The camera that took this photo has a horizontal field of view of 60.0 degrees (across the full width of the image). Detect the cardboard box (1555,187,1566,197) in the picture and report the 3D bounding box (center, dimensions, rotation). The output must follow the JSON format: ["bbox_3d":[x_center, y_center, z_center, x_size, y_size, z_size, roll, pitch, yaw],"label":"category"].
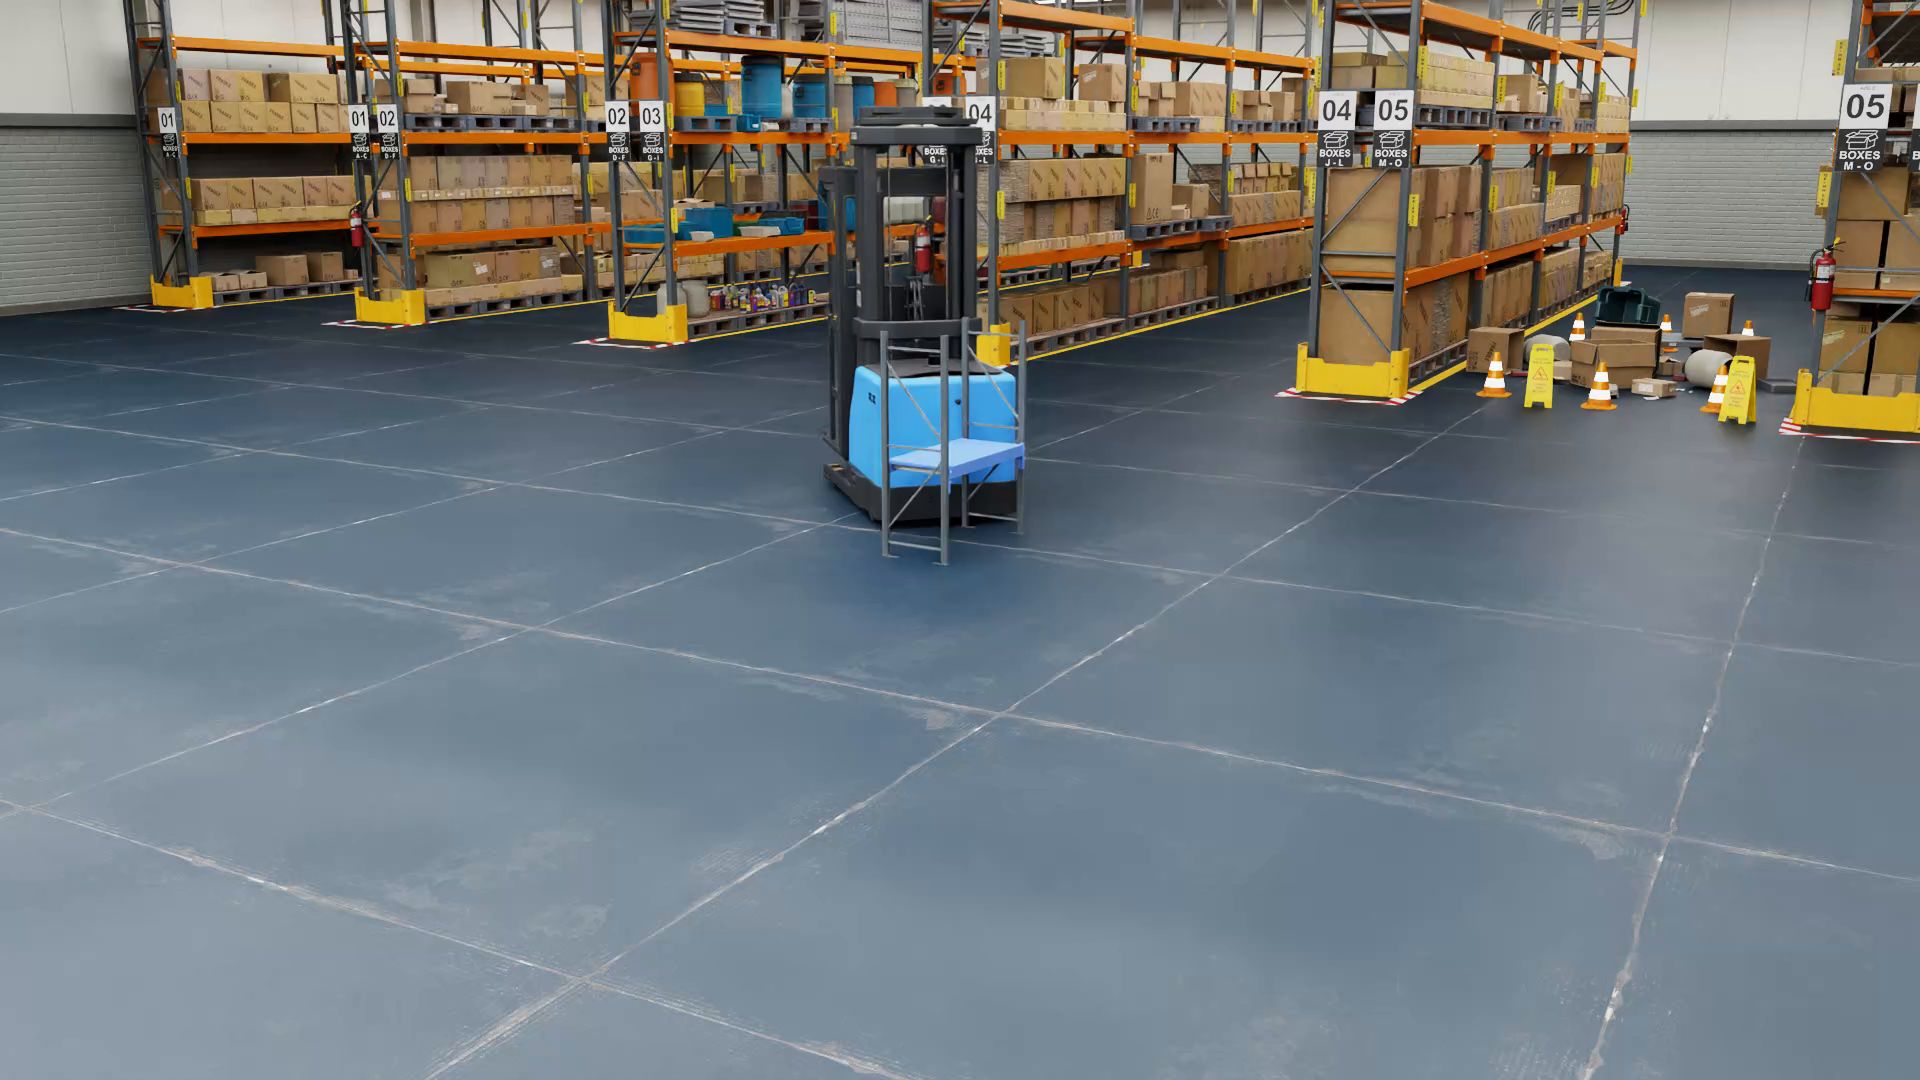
[{"bbox_3d":[9.451,-5.547,26.514,0.380,0.149,0.250,7,15,26],"label":"cardboard box"}]

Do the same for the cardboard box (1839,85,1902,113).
[{"bbox_3d":[8.697,-4.211,15.887,0.500,0.250,0.500,7,15,27],"label":"cardboard box"}]

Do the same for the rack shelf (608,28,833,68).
[{"bbox_3d":[-3.358,-7.012,23.808,1.077,0.370,4.000,7,15,28],"label":"rack shelf"}]

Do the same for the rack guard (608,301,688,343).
[{"bbox_3d":[-4.329,-3.036,23.058,1.175,0.500,0.348,7,15,28],"label":"rack guard"}]

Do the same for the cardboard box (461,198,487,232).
[{"bbox_3d":[-7.928,-5.144,26.258,0.700,0.500,0.500,7,15,28],"label":"cardboard box"}]

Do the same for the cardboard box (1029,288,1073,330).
[{"bbox_3d":[1.215,-3.146,22.621,0.500,0.500,0.500,6,15,23],"label":"cardboard box"}]

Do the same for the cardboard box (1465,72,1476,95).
[{"bbox_3d":[5.736,-5.353,19.514,0.500,0.250,0.500,7,15,28],"label":"cardboard box"}]

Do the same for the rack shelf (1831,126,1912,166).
[{"bbox_3d":[9.653,-4.065,17.128,1.077,0.370,4.000,7,15,28],"label":"rack shelf"}]

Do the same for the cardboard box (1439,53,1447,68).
[{"bbox_3d":[5.112,-5.250,18.237,0.380,0.149,0.250,8,15,29],"label":"cardboard box"}]

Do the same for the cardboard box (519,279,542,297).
[{"bbox_3d":[-7.238,-4.154,27.336,0.500,0.250,0.500,7,15,28],"label":"cardboard box"}]

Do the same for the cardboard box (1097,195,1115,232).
[{"bbox_3d":[1.673,-4.597,23.354,0.875,0.500,0.500,7,15,28],"label":"cardboard box"}]

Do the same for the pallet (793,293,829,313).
[{"bbox_3d":[-2.046,-3.860,27.096,1.003,0.211,1.213,7,15,28],"label":"pallet"}]

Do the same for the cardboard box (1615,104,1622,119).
[{"bbox_3d":[11.543,-7.664,29.775,0.500,0.250,0.500,8,16,29],"label":"cardboard box"}]

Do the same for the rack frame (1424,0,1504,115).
[{"bbox_3d":[6.238,-6.823,20.635,1.000,3.000,0.127,7,15,28],"label":"rack frame"}]

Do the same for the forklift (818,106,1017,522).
[{"bbox_3d":[-0.473,-1.858,12.985,1.130,2.935,3.031,-4,14,-15],"label":"forklift"}]

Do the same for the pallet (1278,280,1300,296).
[{"bbox_3d":[5.505,-4.608,30.198,1.003,0.211,1.213,7,15,28],"label":"pallet"}]

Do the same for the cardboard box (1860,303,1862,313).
[{"bbox_3d":[9.088,-2.421,17.163,0.380,0.149,0.250,8,16,29],"label":"cardboard box"}]

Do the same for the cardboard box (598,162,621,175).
[{"bbox_3d":[-7.700,-8.048,36.027,0.500,0.250,0.500,8,16,29],"label":"cardboard box"}]

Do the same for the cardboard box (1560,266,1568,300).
[{"bbox_3d":[9.468,-4.147,26.770,0.500,0.500,0.500,7,15,27],"label":"cardboard box"}]

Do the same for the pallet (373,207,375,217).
[{"bbox_3d":[-10.567,-6.220,31.343,1.003,0.211,1.213,7,15,28],"label":"pallet"}]

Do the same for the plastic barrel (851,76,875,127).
[{"bbox_3d":[-1.703,-7.150,27.320,0.600,0.901,0.708,7,15,28],"label":"plastic barrel"}]

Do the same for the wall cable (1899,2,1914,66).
[{"bbox_3d":[18.924,-9.944,33.580,0.463,3.000,0.029,7,15,28],"label":"wall cable"}]

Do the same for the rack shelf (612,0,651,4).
[{"bbox_3d":[-8.163,-11.586,34.836,1.077,0.370,4.000,7,15,28],"label":"rack shelf"}]

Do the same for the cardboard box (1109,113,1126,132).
[{"bbox_3d":[1.953,-5.751,22.910,0.500,0.250,0.500,8,16,30],"label":"cardboard box"}]

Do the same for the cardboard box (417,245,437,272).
[{"bbox_3d":[-10.517,-5.436,32.077,0.700,0.500,0.500,7,15,27],"label":"cardboard box"}]

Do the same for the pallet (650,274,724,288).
[{"bbox_3d":[-5.224,-4.913,31.462,1.003,0.211,1.213,7,15,28],"label":"pallet"}]

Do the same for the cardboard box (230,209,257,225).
[{"bbox_3d":[-12.245,-5.461,28.064,0.500,0.250,0.500,7,15,26],"label":"cardboard box"}]

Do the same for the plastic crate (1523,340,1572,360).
[{"bbox_3d":[7.300,-2.383,20.897,0.662,0.188,0.450,-8,6,-30],"label":"plastic crate"}]

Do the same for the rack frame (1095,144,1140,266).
[{"bbox_3d":[3.410,-7.512,36.294,1.000,3.000,0.127,7,15,28],"label":"rack frame"}]

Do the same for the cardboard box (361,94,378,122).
[{"bbox_3d":[-10.729,-7.987,30.753,0.500,0.500,0.500,10,17,36],"label":"cardboard box"}]

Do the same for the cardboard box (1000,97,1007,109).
[{"bbox_3d":[0.346,-5.278,20.096,0.380,0.149,0.250,7,15,28],"label":"cardboard box"}]

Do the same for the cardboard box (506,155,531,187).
[{"bbox_3d":[-7.420,-5.993,27.013,0.700,0.500,0.500,7,15,28],"label":"cardboard box"}]

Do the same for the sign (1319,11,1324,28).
[{"bbox_3d":[7.263,-10.463,33.402,0.100,0.325,0.005,7,15,28],"label":"sign"}]

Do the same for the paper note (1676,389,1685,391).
[{"bbox_3d":[7.942,-1.674,18.435,0.142,0.019,0.148,-12,18,-40],"label":"paper note"}]

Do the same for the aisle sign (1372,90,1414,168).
[{"bbox_3d":[4.532,-4.301,17.428,0.394,0.787,0.004,7,15,28],"label":"aisle sign"}]

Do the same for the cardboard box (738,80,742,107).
[{"bbox_3d":[-4.329,-8.619,32.139,0.500,0.500,0.500,7,15,28],"label":"cardboard box"}]

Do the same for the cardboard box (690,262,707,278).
[{"bbox_3d":[-5.079,-5.059,31.088,0.500,0.250,0.500,7,15,27],"label":"cardboard box"}]

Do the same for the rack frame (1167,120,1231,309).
[{"bbox_3d":[3.878,-5.310,27.159,1.000,3.000,0.127,7,15,28],"label":"rack frame"}]

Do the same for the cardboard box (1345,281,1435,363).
[{"bbox_3d":[4.997,-2.585,19.491,0.875,0.875,0.875,7,15,27],"label":"cardboard box"}]

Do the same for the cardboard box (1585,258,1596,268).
[{"bbox_3d":[11.018,-4.909,29.413,0.380,0.149,0.250,8,16,29],"label":"cardboard box"}]

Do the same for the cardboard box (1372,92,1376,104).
[{"bbox_3d":[4.414,-4.886,18.426,0.380,0.149,0.250,8,16,29],"label":"cardboard box"}]

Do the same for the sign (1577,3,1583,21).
[{"bbox_3d":[11.564,-9.839,30.983,0.100,0.325,0.005,7,15,28],"label":"sign"}]

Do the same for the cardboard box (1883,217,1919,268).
[{"bbox_3d":[9.405,-2.911,16.362,0.500,0.500,0.500,8,16,30],"label":"cardboard box"}]

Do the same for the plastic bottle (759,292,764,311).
[{"bbox_3d":[-2.962,-3.545,24.720,0.097,0.271,0.097,0,14,0],"label":"plastic bottle"}]

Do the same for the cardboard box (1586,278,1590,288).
[{"bbox_3d":[10.691,-4.459,28.816,0.380,0.149,0.250,8,16,30],"label":"cardboard box"}]

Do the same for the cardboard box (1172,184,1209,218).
[{"bbox_3d":[3.470,-5.322,26.097,0.700,0.500,0.500,10,17,36],"label":"cardboard box"}]

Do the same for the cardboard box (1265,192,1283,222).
[{"bbox_3d":[5.333,-5.844,29.159,0.500,0.500,0.500,7,15,27],"label":"cardboard box"}]

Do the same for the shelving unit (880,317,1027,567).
[{"bbox_3d":[-0.030,-0.690,11.197,0.538,1.500,1.048,8,16,30],"label":"shelving unit"}]

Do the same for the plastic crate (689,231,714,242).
[{"bbox_3d":[-3.611,-4.249,23.320,0.298,0.136,0.250,7,15,28],"label":"plastic crate"}]

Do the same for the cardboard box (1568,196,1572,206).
[{"bbox_3d":[9.708,-5.509,26.990,0.380,0.149,0.250,7,15,26],"label":"cardboard box"}]

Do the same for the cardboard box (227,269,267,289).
[{"bbox_3d":[-12.309,-4.508,28.629,0.500,0.311,0.500,9,16,33],"label":"cardboard box"}]

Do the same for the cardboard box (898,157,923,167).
[{"bbox_3d":[-1.142,-8.383,37.558,0.500,0.500,0.500,8,16,30],"label":"cardboard box"}]

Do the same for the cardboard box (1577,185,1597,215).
[{"bbox_3d":[10.565,-5.814,28.402,0.500,0.500,0.500,7,15,27],"label":"cardboard box"}]

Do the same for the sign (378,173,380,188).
[{"bbox_3d":[-10.585,-6.534,30.388,0.100,0.325,0.005,7,15,28],"label":"sign"}]
